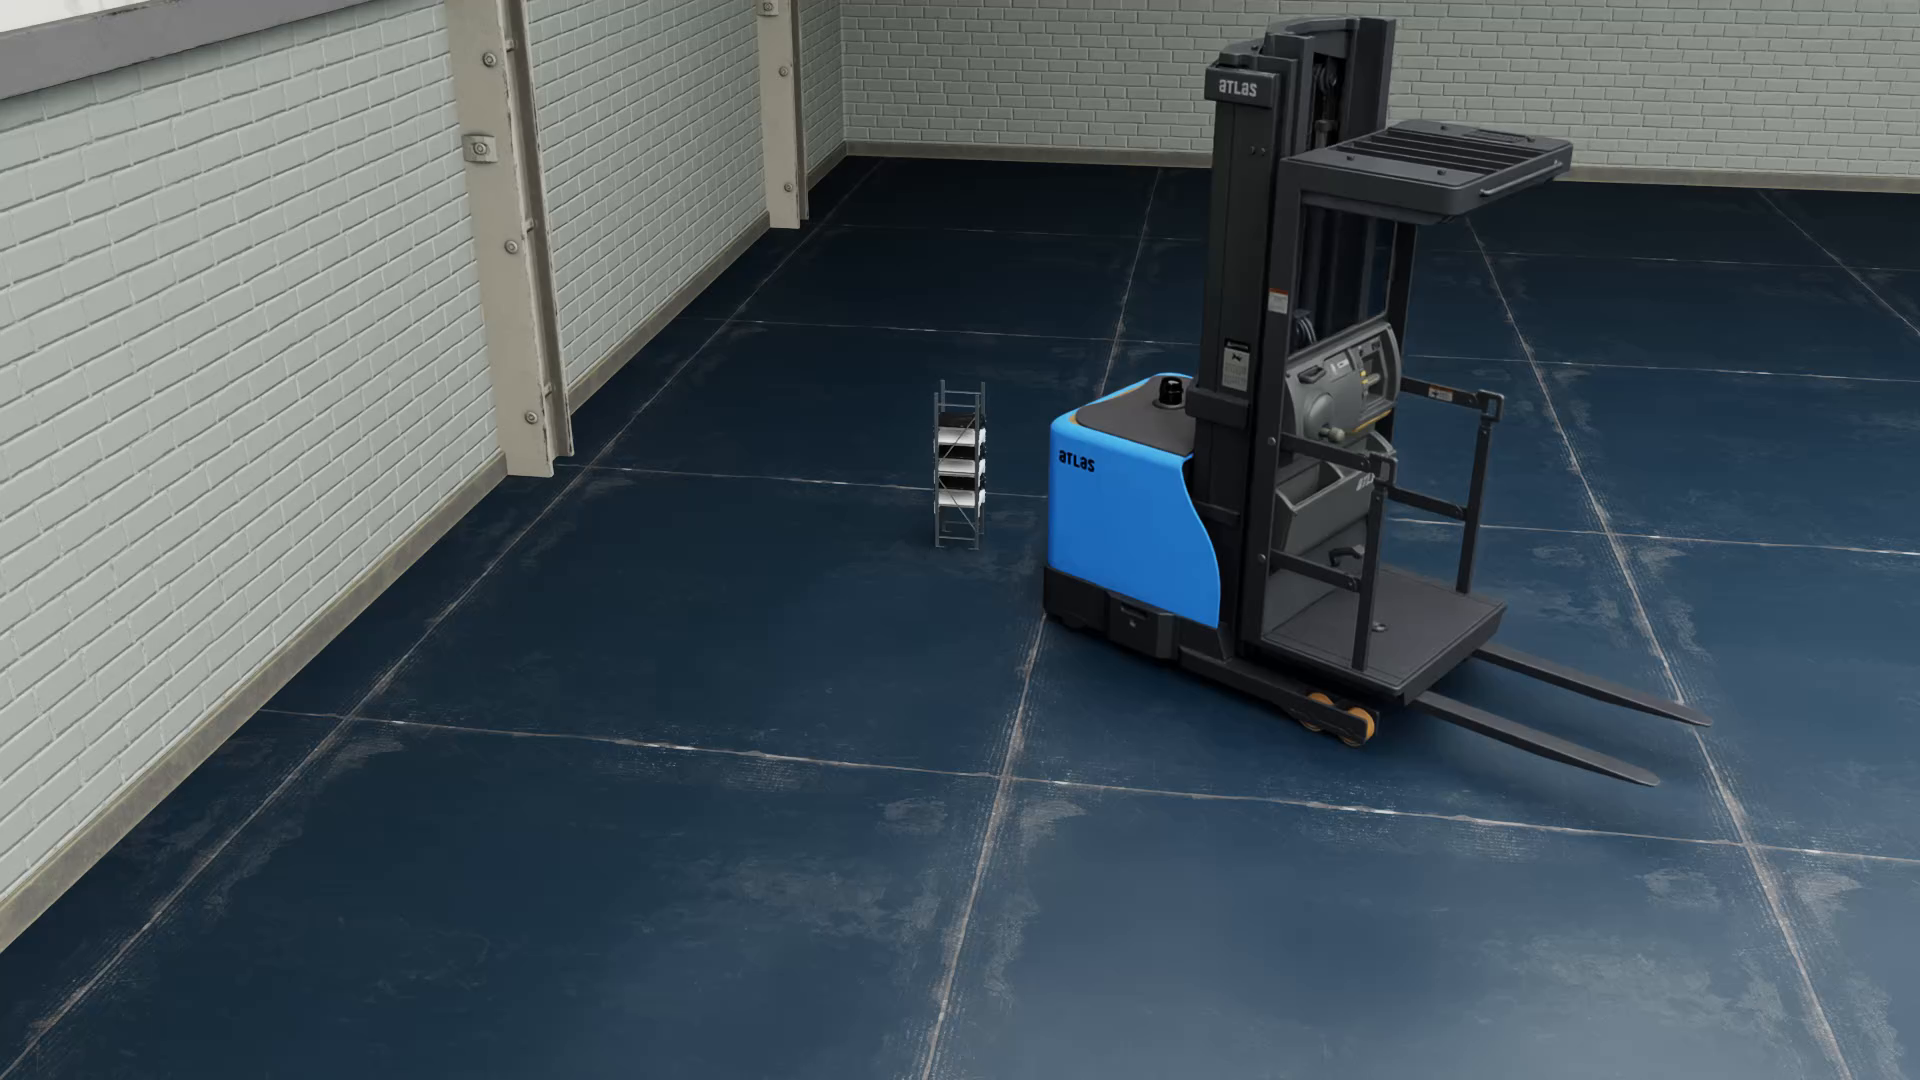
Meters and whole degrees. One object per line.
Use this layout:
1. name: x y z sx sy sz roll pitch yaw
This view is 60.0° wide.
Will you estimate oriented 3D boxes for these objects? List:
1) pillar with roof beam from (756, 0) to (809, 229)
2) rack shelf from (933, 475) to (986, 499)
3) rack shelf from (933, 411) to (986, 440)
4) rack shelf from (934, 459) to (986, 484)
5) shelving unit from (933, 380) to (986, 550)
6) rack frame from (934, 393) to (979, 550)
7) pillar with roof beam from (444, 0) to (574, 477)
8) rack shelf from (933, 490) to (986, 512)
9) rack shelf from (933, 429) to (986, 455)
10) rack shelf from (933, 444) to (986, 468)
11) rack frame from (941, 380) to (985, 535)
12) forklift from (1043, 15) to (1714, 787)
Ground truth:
1. pillar with roof beam: 2.631 -6.759 13.075 9.100 9.000 0.400 4 25 9
2. rack shelf: -0.001 -0.292 9.104 0.258 0.077 0.200 4 25 9
3. rack shelf: -0.001 -0.619 8.952 0.258 0.077 0.200 4 25 9
4. rack shelf: -0.001 -0.374 9.066 0.258 0.077 0.200 4 25 9
5. shelving unit: -0.001 -0.404 9.052 0.258 0.900 0.210 4 25 9
6. rack frame: -0.018 -0.362 8.961 0.240 0.900 0.006 4 25 9
7. pillar with roof beam: 1.650 -4.250 7.714 9.100 9.000 0.400 4 25 9
8. rack shelf: -0.001 -0.211 9.142 0.258 0.077 0.200 4 25 9
9. rack shelf: -0.001 -0.537 8.990 0.258 0.077 0.200 4 25 9
10. rack shelf: -0.001 -0.455 9.028 0.258 0.077 0.200 4 25 9
11. rack frame: 0.015 -0.447 9.143 0.240 0.900 0.006 4 25 9
12. forklift: 1.856 -0.673 7.231 3.031 2.935 1.130 20 32 37
